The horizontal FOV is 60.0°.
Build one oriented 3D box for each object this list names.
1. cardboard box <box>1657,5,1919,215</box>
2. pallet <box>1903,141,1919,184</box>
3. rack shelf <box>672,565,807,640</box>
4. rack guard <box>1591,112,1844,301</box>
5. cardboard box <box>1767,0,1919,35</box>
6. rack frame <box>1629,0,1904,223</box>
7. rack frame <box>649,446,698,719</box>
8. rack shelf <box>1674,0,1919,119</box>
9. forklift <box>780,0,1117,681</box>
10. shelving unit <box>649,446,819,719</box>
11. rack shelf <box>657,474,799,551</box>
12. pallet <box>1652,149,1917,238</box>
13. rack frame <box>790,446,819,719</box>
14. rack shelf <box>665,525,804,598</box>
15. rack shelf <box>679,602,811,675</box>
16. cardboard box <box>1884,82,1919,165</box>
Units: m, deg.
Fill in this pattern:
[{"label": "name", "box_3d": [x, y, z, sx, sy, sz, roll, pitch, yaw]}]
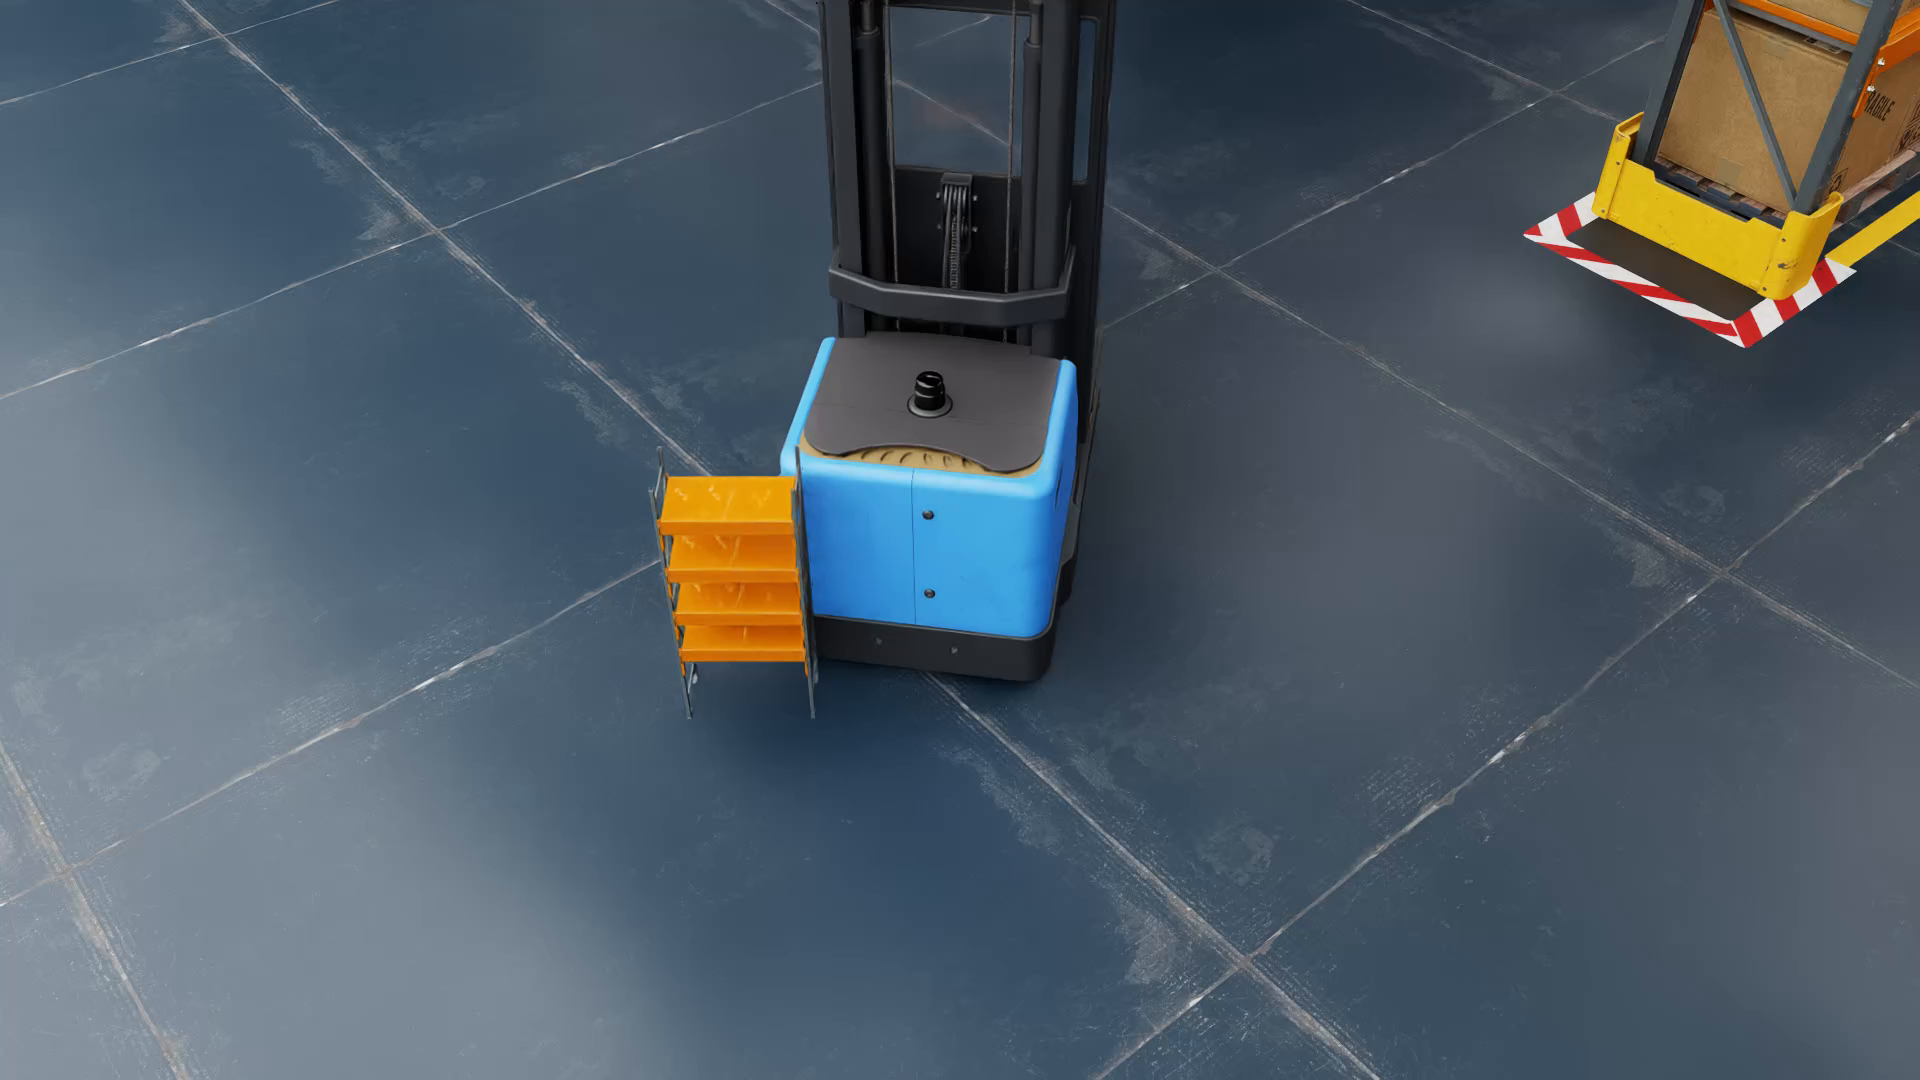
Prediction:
[{"label": "cardboard box", "box_3d": [4.492, -2.421, 8.936, 0.875, 0.875, 0.875, -29, 51, -28]}, {"label": "pallet", "box_3d": [5.513, -2.619, 9.938, 1.213, 0.211, 1.003, -30, 51, -28]}, {"label": "rack shelf", "box_3d": [-0.822, 0.235, 6.275, 0.480, 0.148, 0.258, 0, 43, 0]}, {"label": "rack guard", "box_3d": [3.996, -1.789, 8.843, 0.348, 0.500, 1.175, -30, 51, -28]}, {"label": "cardboard box", "box_3d": [4.270, -2.952, 8.146, 0.550, 0.550, 0.875, -30, 51, -28]}, {"label": "rack frame", "box_3d": [4.014, -2.710, 7.998, 0.127, 3.000, 1.000, -30, 51, -28]}, {"label": "rack frame", "box_3d": [-1.066, 0.187, 6.228, 0.015, 1.200, 0.240, 0, 43, 0]}, {"label": "rack shelf", "box_3d": [5.548, -3.326, 9.180, 4.000, 0.370, 1.077, -30, 51, -28]}, {"label": "forklift", "box_3d": [0.064, -1.524, 6.785, 1.130, 2.935, 3.031, 6, 44, 7]}, {"label": "shelving unit", "box_3d": [-0.822, 0.186, 6.229, 0.503, 1.200, 0.258, 0, 43, 0]}, {"label": "rack shelf", "box_3d": [-0.822, -0.100, 5.960, 0.480, 0.148, 0.258, 0, 43, 0]}, {"label": "pallet", "box_3d": [4.577, -2.086, 9.371, 1.213, 0.211, 1.003, -30, 51, -28]}, {"label": "rack frame", "box_3d": [-0.578, 0.186, 6.229, 0.015, 1.200, 0.240, 0, 43, 0]}, {"label": "rack shelf", "box_3d": [-0.822, 0.072, 6.122, 0.480, 0.148, 0.258, 0, 43, 0]}, {"label": "rack shelf", "box_3d": [-0.822, 0.380, 6.411, 0.480, 0.148, 0.258, 0, 43, 0]}, {"label": "cardboard box", "box_3d": [5.166, -2.809, 9.349, 0.875, 0.875, 0.875, -31, 51, -28]}]
